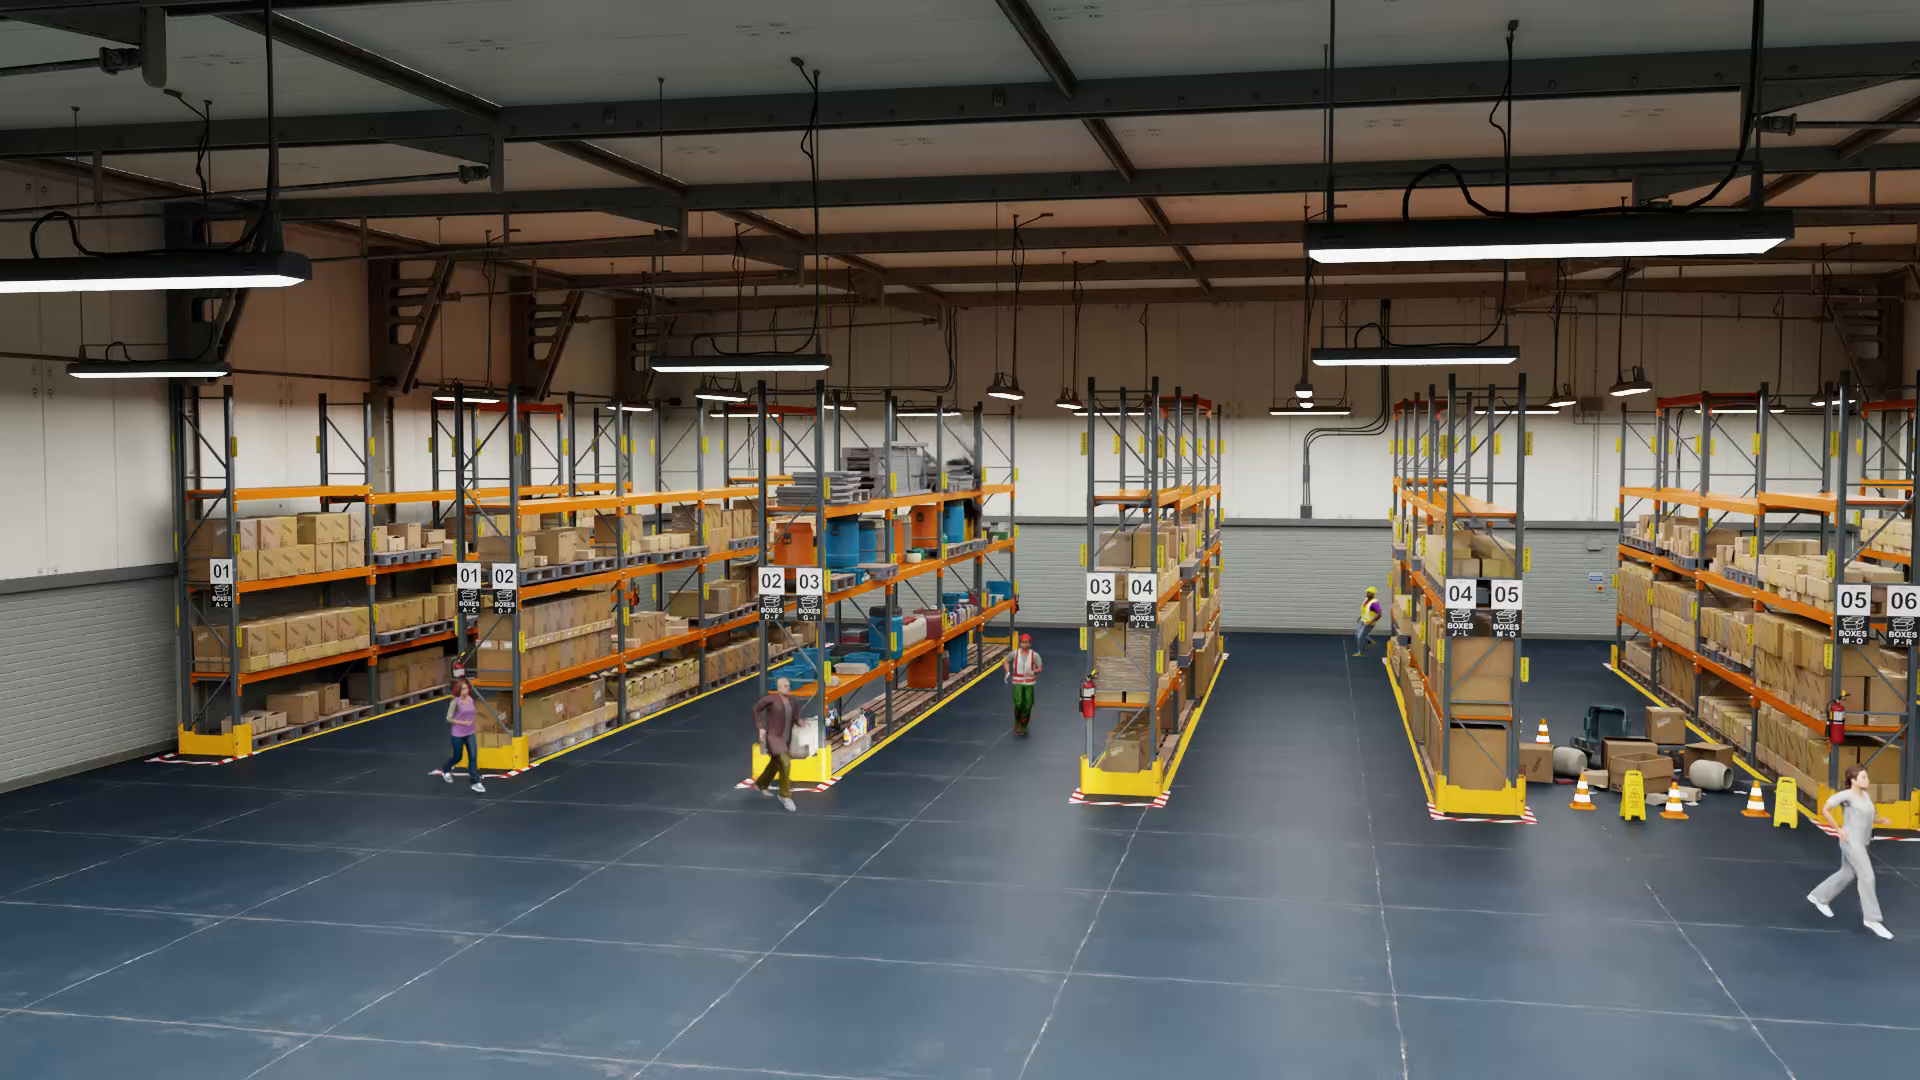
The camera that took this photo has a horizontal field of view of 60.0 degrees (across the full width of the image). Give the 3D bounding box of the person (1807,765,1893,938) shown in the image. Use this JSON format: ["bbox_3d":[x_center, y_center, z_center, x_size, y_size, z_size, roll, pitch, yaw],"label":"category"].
[{"bbox_3d":[9.281,3.187,17.292,0.559,1.707,0.902,-2,4,-38],"label":"person"}]

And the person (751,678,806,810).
[{"bbox_3d":[-2.546,2.825,23.245,0.985,1.827,0.625,2,4,36],"label":"person"}]

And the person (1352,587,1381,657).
[{"bbox_3d":[9.701,1.951,39.426,0.582,1.694,0.739,-1,3,-17],"label":"person"}]

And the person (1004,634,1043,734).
[{"bbox_3d":[1.104,2.501,28.718,0.652,1.752,0.641,0,3,-3],"label":"person"}]

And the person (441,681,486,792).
[{"bbox_3d":[-7.223,2.834,24.141,0.904,1.587,0.554,2,4,37],"label":"person"}]
